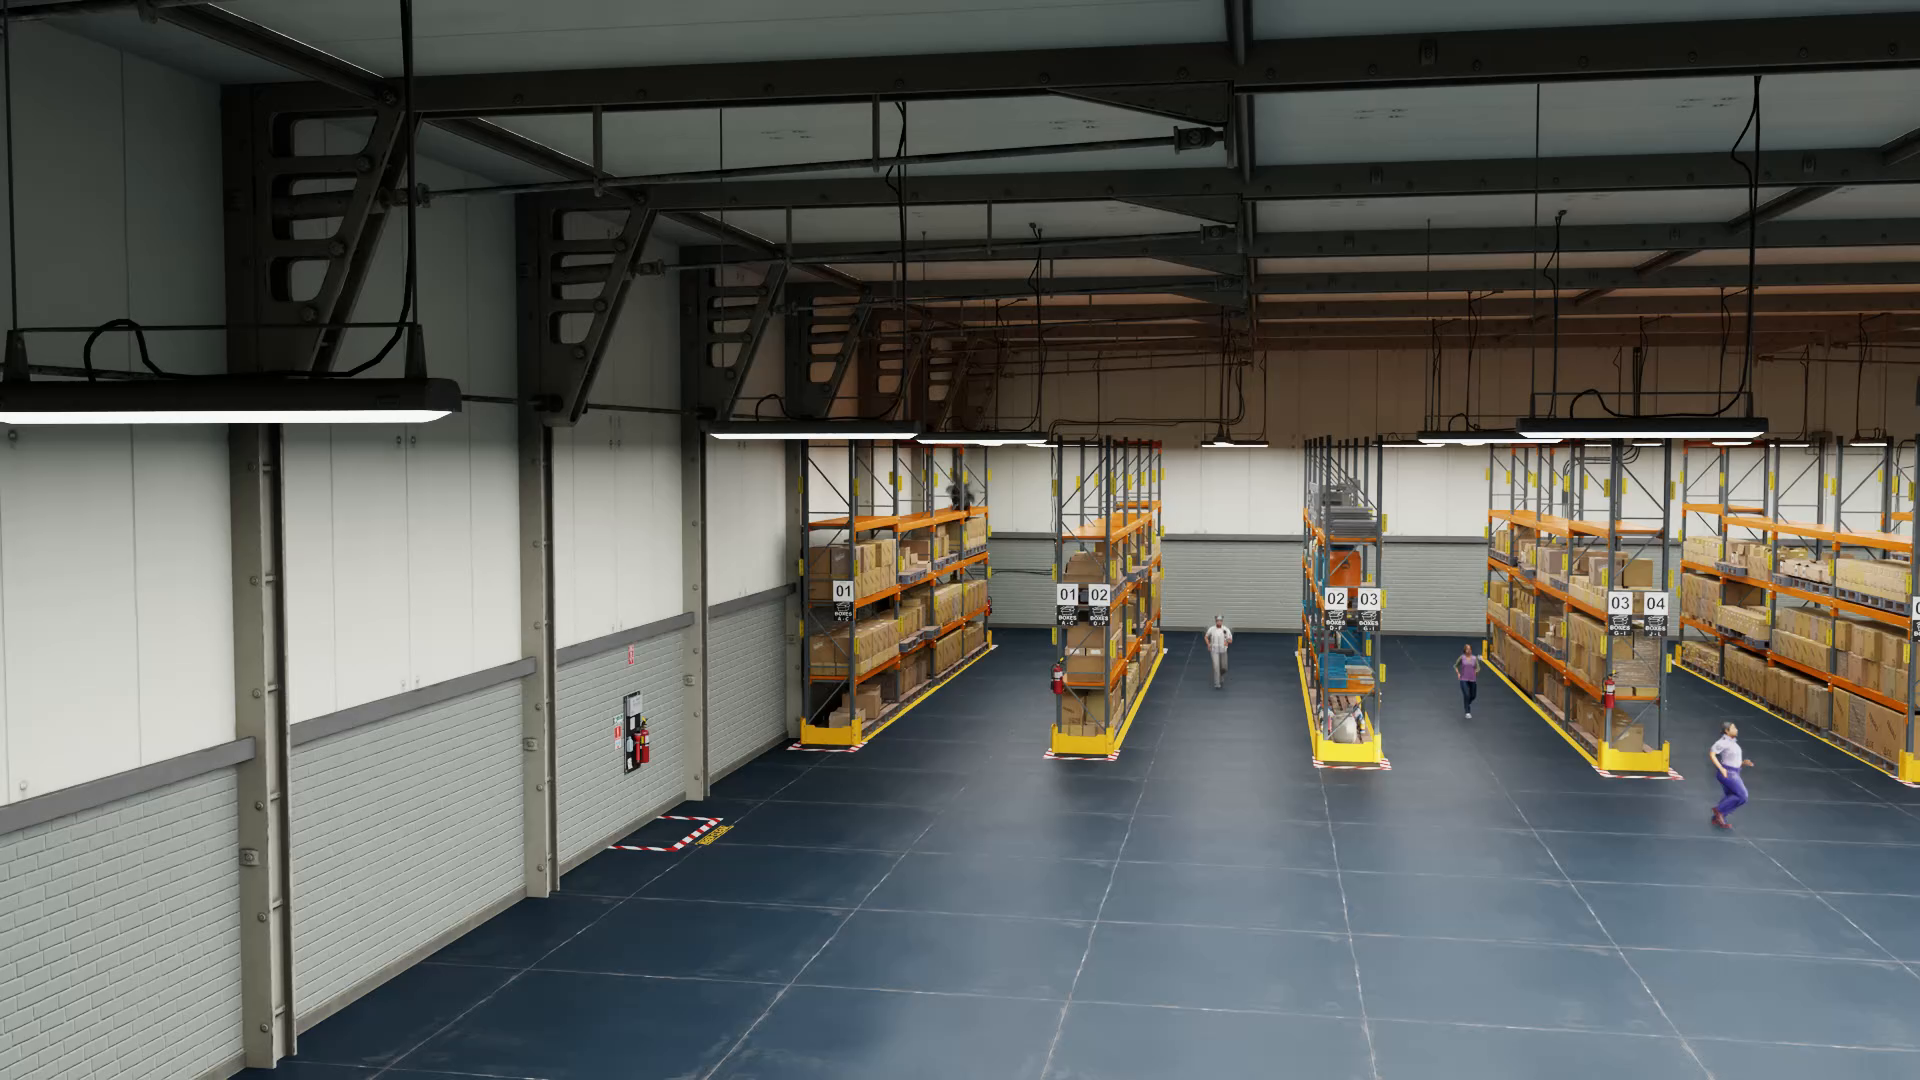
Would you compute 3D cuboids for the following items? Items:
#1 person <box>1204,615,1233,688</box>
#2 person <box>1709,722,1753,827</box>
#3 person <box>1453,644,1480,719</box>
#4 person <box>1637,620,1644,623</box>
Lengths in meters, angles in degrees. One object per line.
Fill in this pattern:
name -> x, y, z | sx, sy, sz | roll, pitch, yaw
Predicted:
person -> 6.257, 2.672, 40.219 | 0.675, 1.747, 0.830 | 0, 3, 4
person -> 11.662, 3.551, 25.121 | 0.574, 1.606, 0.593 | 2, 4, 35
person -> 10.865, 3.012, 35.628 | 0.547, 1.562, 0.743 | 0, 3, 5
person -> 17.717, 2.570, 43.149 | 0.632, 1.658, 0.603 | 1, 3, 17
